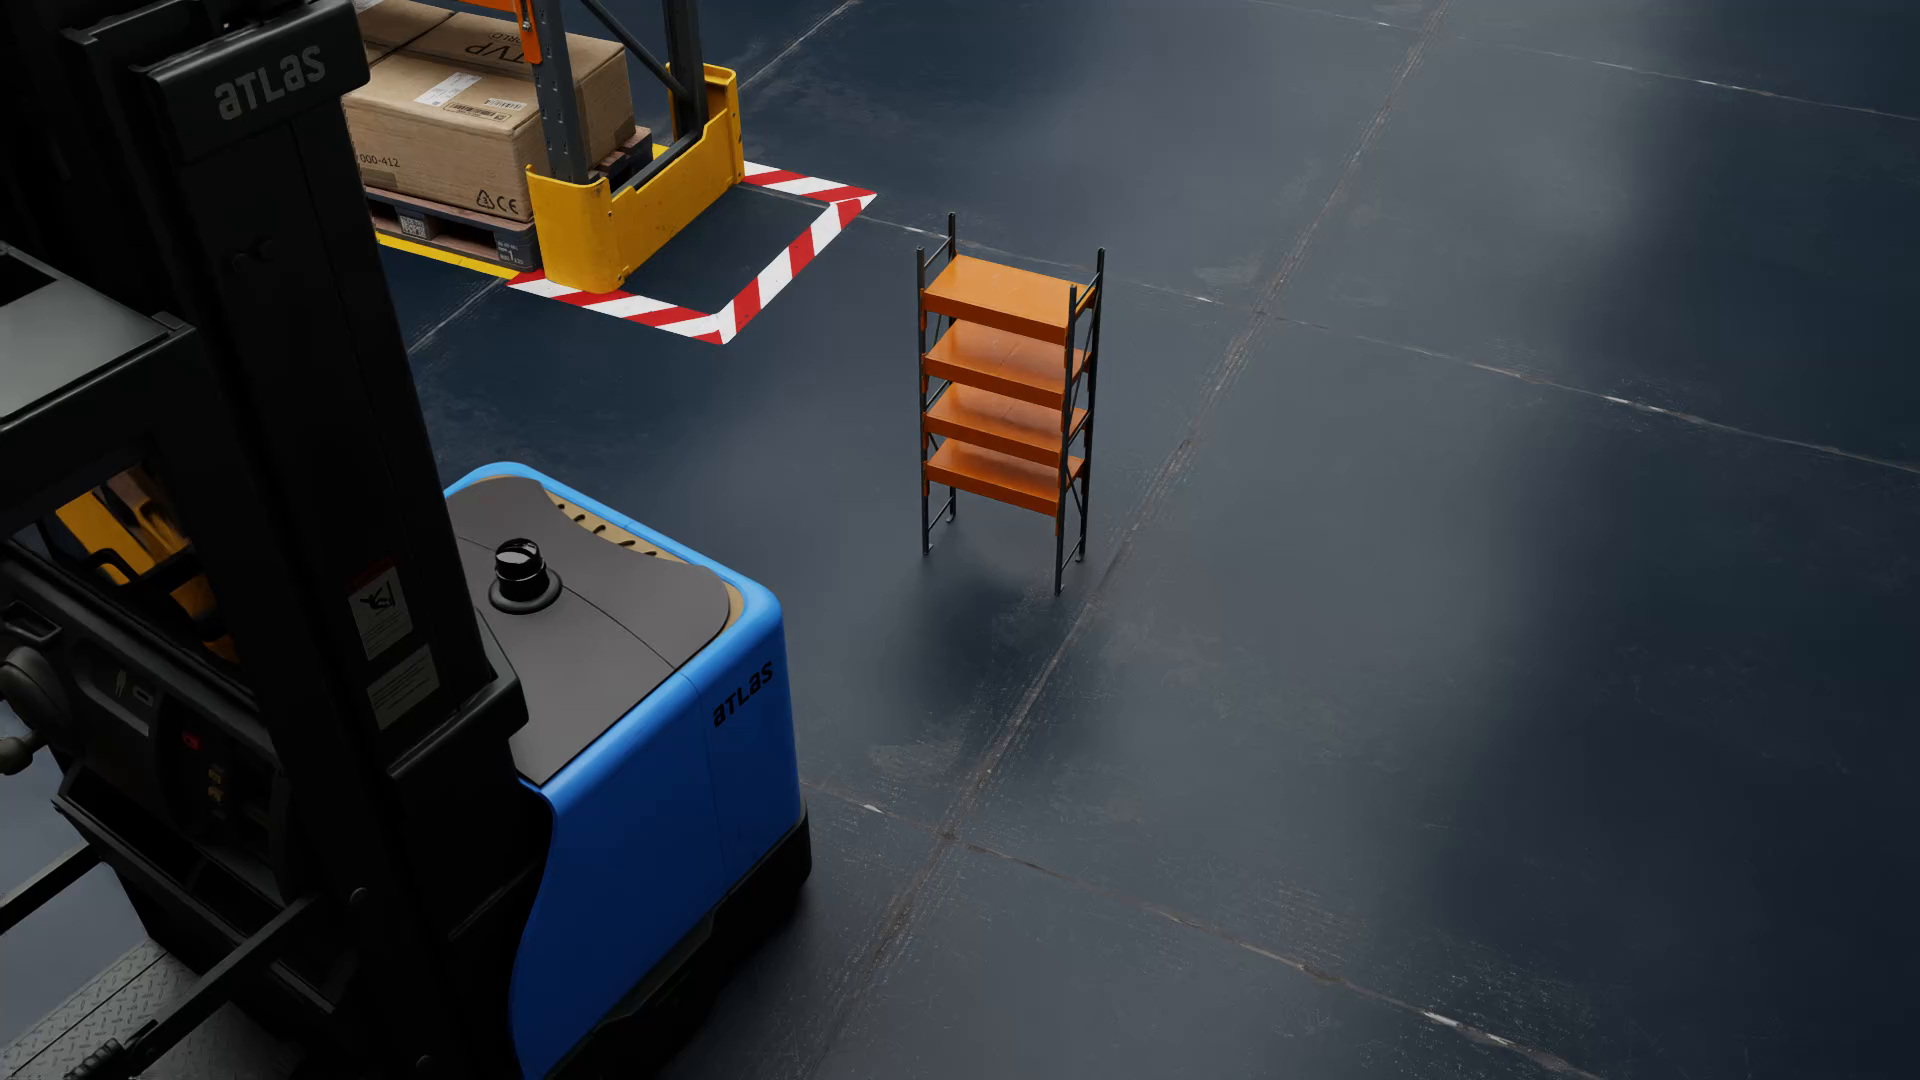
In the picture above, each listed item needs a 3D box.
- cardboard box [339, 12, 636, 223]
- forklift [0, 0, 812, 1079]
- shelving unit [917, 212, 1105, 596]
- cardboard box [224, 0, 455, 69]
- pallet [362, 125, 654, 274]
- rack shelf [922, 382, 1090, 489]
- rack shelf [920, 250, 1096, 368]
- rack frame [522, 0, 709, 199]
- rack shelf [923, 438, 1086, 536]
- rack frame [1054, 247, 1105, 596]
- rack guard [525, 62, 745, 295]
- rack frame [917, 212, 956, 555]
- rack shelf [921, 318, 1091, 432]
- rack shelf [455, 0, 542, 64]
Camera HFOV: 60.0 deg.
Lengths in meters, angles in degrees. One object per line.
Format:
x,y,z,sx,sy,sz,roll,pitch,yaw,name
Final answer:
-2.037,-1.858,7.238,0.875,0.438,0.875,16,43,17,cardboard box
-1.669,0.444,3.000,1.130,2.935,3.031,25,47,26,forklift
0.150,-0.408,5.304,0.503,1.200,0.258,17,44,19,shelving unit
-2.870,-2.106,7.525,0.875,0.438,0.875,18,44,20,cardboard box
-2.154,-1.665,7.510,1.213,0.211,1.003,17,44,19,pallet
0.150,-0.357,5.348,0.480,0.148,0.258,17,44,19,rack shelf
0.150,-0.705,5.047,0.480,0.148,0.258,17,44,19,rack shelf
-1.396,-2.544,6.394,0.127,3.000,1.000,17,44,19,rack frame
0.150,-0.207,5.478,0.480,0.148,0.258,17,44,19,rack shelf
0.371,-0.340,5.226,0.015,1.200,0.240,17,44,19,rack frame
-1.375,-1.592,7.206,0.348,0.500,1.175,17,44,19,rack guard
-0.071,-0.475,5.382,0.015,1.200,0.240,17,44,19,rack frame
0.150,-0.526,5.202,0.480,0.148,0.258,17,44,19,rack shelf
-3.209,-2.826,7.269,4.000,0.370,1.077,17,44,19,rack shelf
